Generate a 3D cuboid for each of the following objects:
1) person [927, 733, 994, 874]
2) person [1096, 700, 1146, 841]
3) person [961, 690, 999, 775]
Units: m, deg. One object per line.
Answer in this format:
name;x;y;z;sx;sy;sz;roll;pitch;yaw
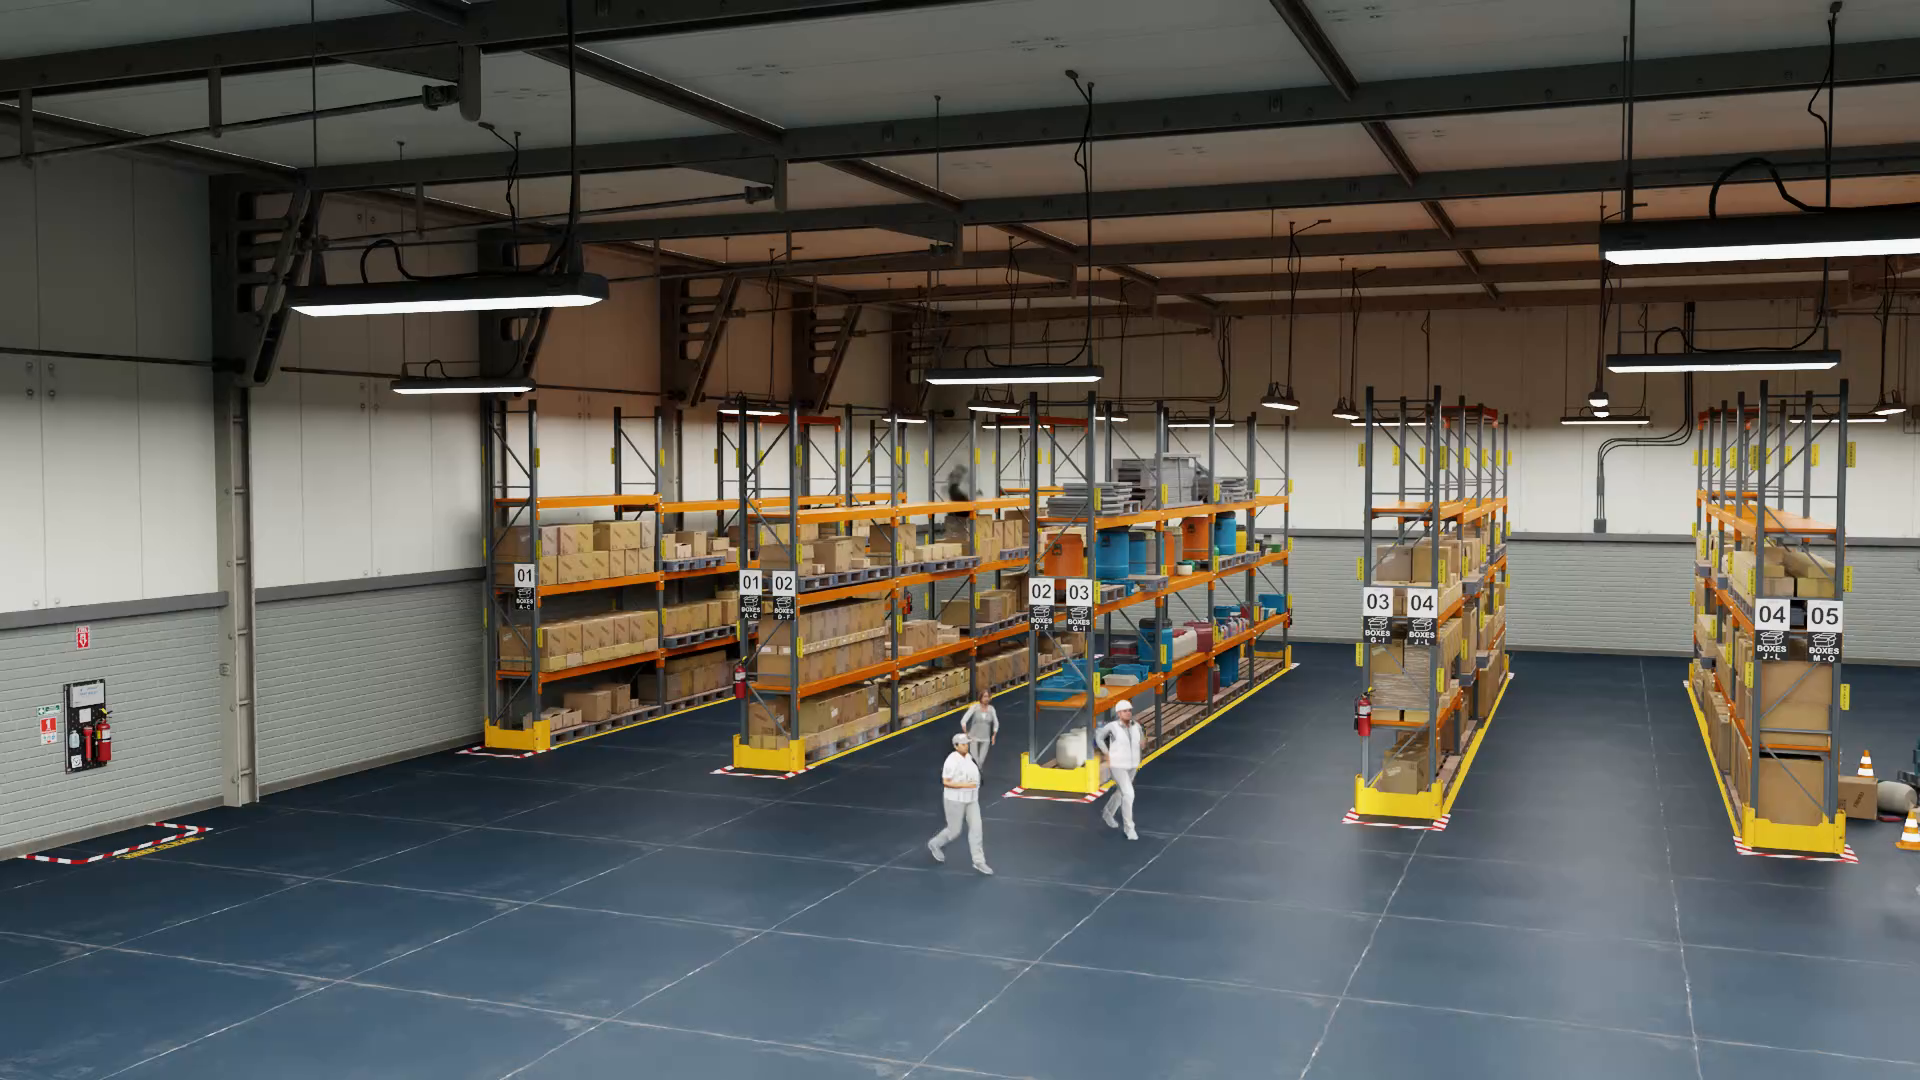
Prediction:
person;0.008;3.164;20.109;0.924;1.666;0.606;2;4;41
person;2.180;3.029;22.133;0.633;1.829;0.820;-2;3;-34
person;0.312;3.008;24.947;0.577;1.525;0.545;-1;3;-12
